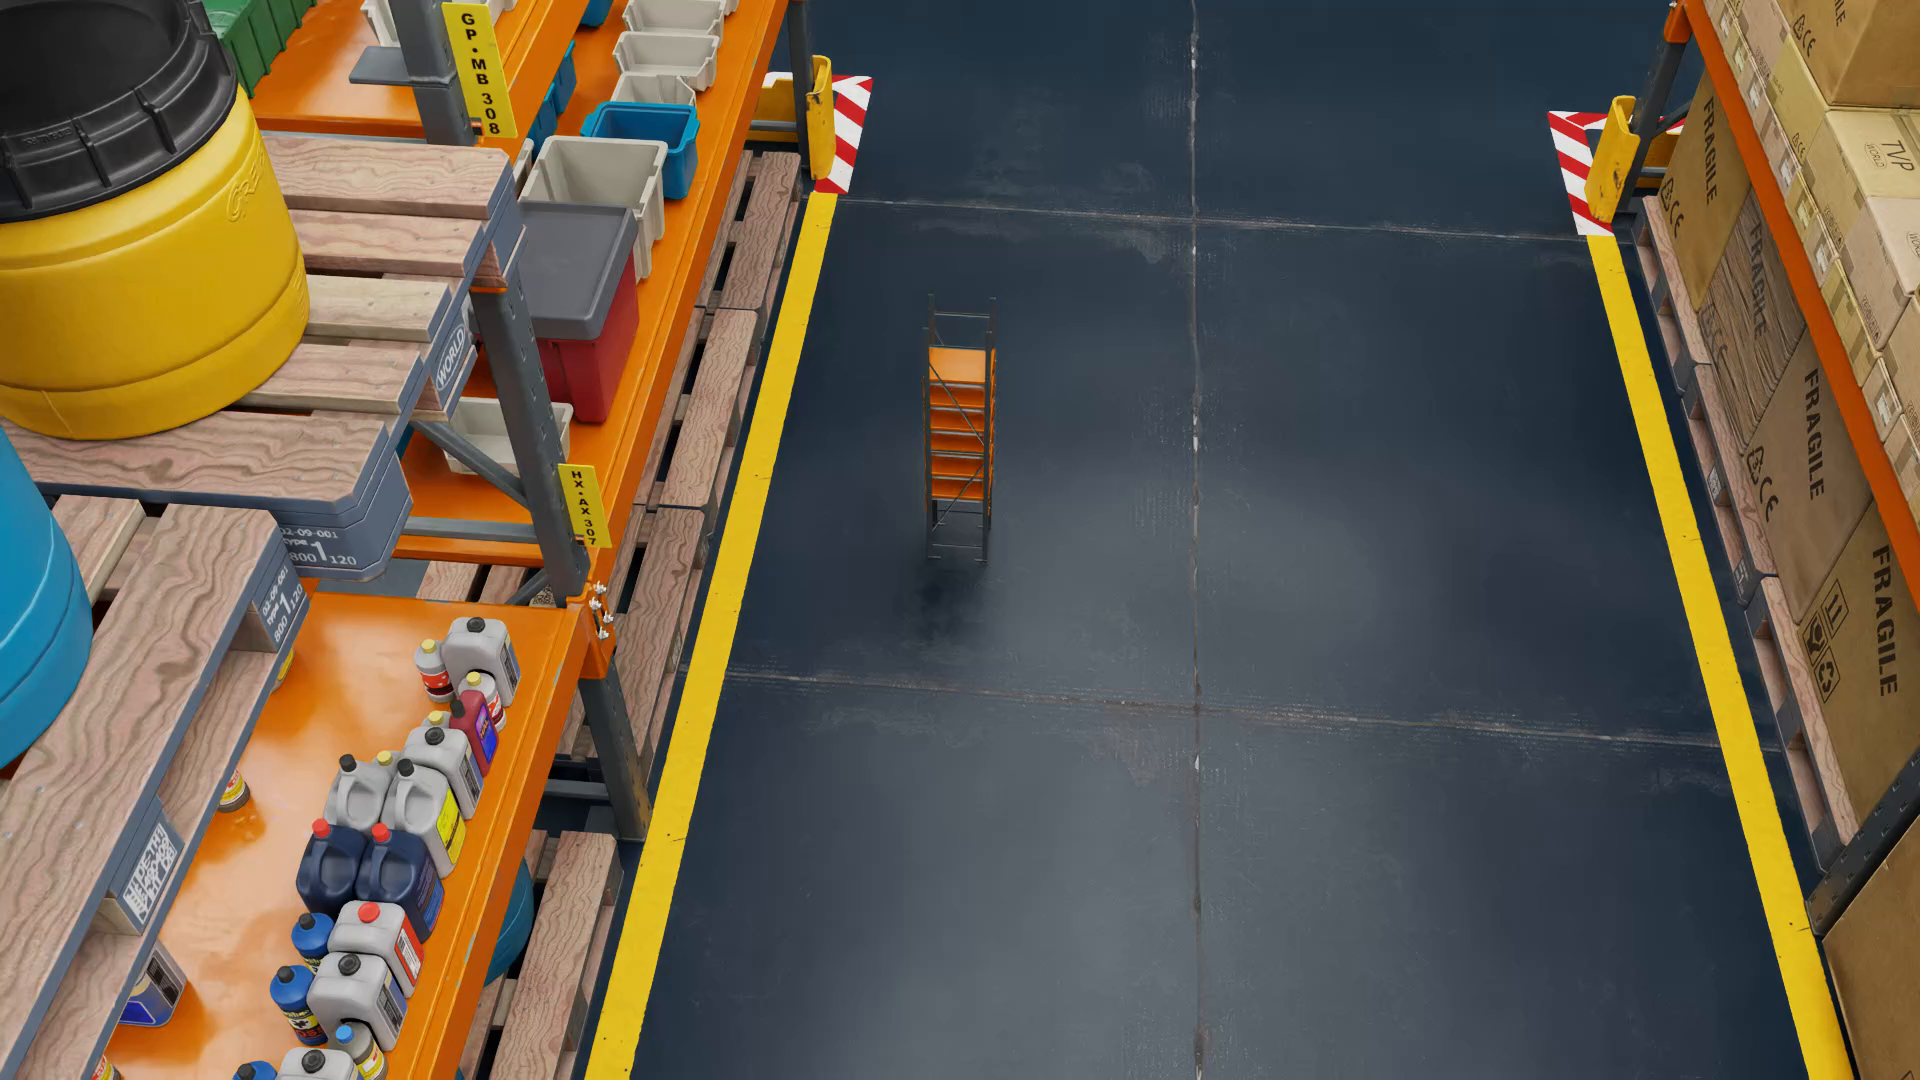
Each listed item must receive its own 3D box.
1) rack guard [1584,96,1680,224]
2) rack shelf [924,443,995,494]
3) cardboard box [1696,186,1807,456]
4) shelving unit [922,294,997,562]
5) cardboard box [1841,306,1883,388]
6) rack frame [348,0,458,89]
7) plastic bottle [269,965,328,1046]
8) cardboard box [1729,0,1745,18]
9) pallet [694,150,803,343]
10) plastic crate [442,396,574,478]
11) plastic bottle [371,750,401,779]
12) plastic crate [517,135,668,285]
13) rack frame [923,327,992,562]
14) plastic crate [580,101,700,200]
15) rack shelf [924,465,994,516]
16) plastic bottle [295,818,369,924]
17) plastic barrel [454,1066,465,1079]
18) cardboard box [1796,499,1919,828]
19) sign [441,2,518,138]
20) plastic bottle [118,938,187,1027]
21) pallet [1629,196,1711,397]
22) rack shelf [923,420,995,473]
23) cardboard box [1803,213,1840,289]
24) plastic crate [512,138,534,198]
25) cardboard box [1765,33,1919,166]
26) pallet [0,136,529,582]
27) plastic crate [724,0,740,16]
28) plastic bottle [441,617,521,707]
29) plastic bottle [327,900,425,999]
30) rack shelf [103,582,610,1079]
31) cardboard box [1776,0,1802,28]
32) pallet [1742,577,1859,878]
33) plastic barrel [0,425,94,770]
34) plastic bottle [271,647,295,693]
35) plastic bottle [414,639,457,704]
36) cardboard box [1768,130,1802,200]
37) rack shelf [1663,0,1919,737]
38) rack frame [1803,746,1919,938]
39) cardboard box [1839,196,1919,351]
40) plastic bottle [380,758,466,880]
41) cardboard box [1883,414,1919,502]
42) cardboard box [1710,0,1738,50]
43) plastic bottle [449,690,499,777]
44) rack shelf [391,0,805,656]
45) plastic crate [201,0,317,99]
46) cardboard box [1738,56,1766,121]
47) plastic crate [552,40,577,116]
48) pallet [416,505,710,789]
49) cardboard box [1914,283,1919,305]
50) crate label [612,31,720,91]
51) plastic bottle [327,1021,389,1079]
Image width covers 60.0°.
[{"bbox_3d":[3.712,-1.817,8.073,1.175,0.500,0.348,4,48,4],"label":"rack guard"},{"bbox_3d":[-0.001,-0.283,6.419,0.258,0.103,0.180,4,48,4],"label":"rack shelf"},{"bbox_3d":[3.648,-0.923,6.717,0.875,0.875,0.875,4,48,4],"label":"cardboard box"},{"bbox_3d":[-0.001,-0.394,6.298,0.258,1.200,0.189,4,48,4],"label":"shelving unit"},{"bbox_3d":[3.140,-0.621,5.456,0.380,0.149,0.250,5,48,4],"label":"cardboard box"},{"bbox_3d":[-1.587,-2.062,2.537,1.000,3.000,0.127,4,48,4],"label":"rack frame"},{"bbox_3d":[-1.518,1.061,3.834,0.097,0.271,0.097,0,48,0],"label":"plastic bottle"},{"bbox_3d":[3.397,-2.358,6.774,0.500,0.250,0.500,3,48,2],"label":"cardboard box"},{"bbox_3d":[-1.336,-1.432,7.916,1.003,0.211,1.213,4,48,4],"label":"pallet"},{"bbox_3d":[-1.402,-0.300,5.130,0.396,0.136,0.243,4,48,4],"label":"plastic crate"},{"bbox_3d":[-1.460,0.615,4.289,0.097,0.201,0.097,0,48,0],"label":"plastic bottle"},{"bbox_3d":[-1.264,-1.127,5.787,0.437,0.282,0.530,4,48,4],"label":"plastic crate"},{"bbox_3d":[-0.010,-0.327,6.236,0.240,1.200,0.006,4,48,4],"label":"rack frame"},{"bbox_3d":[-1.154,-1.414,6.083,0.416,0.233,0.300,4,48,4],"label":"plastic crate"},{"bbox_3d":[-0.001,-0.202,6.507,0.258,0.103,0.180,4,48,4],"label":"rack shelf"},{"bbox_3d":[-1.505,0.803,4.016,0.144,0.351,0.185,4,48,4],"label":"plastic bottle"},{"bbox_3d":[-1.718,1.449,4.530,0.600,0.901,0.708,4,48,4],"label":"plastic barrel"},{"bbox_3d":[3.485,0.392,5.514,0.875,0.875,0.875,4,48,4],"label":"cardboard box"},{"bbox_3d":[-1.039,-1.014,3.606,0.100,0.325,0.005,4,48,4],"label":"sign"},{"bbox_3d":[-1.941,1.010,3.877,0.152,0.276,0.135,4,48,4],"label":"plastic bottle"},{"bbox_3d":[3.715,-1.109,7.621,1.003,0.211,1.213,4,48,4],"label":"pallet"},{"bbox_3d":[-0.001,-0.364,6.330,0.258,0.103,0.180,4,48,4],"label":"rack shelf"},{"bbox_3d":[3.188,-0.996,5.799,0.380,0.149,0.250,5,48,4],"label":"cardboard box"},{"bbox_3d":[-1.727,-1.268,6.015,0.293,0.136,0.466,4,48,4],"label":"plastic crate"},{"bbox_3d":[3.307,-1.607,6.087,0.500,0.250,0.500,2,48,2],"label":"cardboard box"},{"bbox_3d":[-1.561,-0.403,3.181,1.213,0.211,1.003,4,48,4],"label":"pallet"},{"bbox_3d":[-1.116,-2.296,6.955,0.396,0.136,0.243,4,48,4],"label":"plastic crate"},{"bbox_3d":[-1.301,0.316,4.512,0.152,0.276,0.135,4,48,4],"label":"plastic bottle"},{"bbox_3d":[-1.380,0.955,3.927,0.152,0.276,0.135,4,48,4],"label":"plastic bottle"},{"bbox_3d":[-1.769,1.676,3.672,1.077,0.370,4.000,4,48,4],"label":"rack shelf"},{"bbox_3d":[3.352,-2.244,6.161,0.500,0.500,0.500,3,48,3],"label":"cardboard box"},{"bbox_3d":[3.493,0.684,5.981,1.003,0.211,1.213,4,48,4],"label":"pallet"},{"bbox_3d":[-1.590,-0.096,2.148,0.600,0.901,0.708,4,48,4],"label":"plastic barrel"},{"bbox_3d":[-1.945,0.246,4.525,0.144,0.351,0.185,4,48,4],"label":"plastic bottle"},{"bbox_3d":[-1.427,0.347,4.535,0.097,0.201,0.097,0,48,0],"label":"plastic bottle"},{"bbox_3d":[3.234,-1.375,6.145,0.380,0.149,0.250,3,48,3],"label":"cardboard box"},{"bbox_3d":[3.528,-0.931,6.056,1.077,0.370,4.000,4,48,4],"label":"rack shelf"},{"bbox_3d":[3.346,0.296,4.446,1.000,3.000,0.127,4,48,4],"label":"rack frame"},{"bbox_3d":[3.215,-0.851,5.396,0.500,0.250,0.500,5,48,4],"label":"cardboard box"},{"bbox_3d":[-1.345,0.677,4.131,0.144,0.351,0.185,4,48,4],"label":"plastic bottle"},{"bbox_3d":[3.094,-0.243,5.110,0.380,0.149,0.250,3,48,3],"label":"cardboard box"},{"bbox_3d":[3.327,-2.131,6.837,0.380,0.149,0.250,3,48,3],"label":"cardboard box"},{"bbox_3d":[-1.276,0.487,4.351,0.061,0.283,0.133,4,48,4],"label":"plastic bottle"},{"bbox_3d":[-1.405,-1.264,6.361,1.077,0.370,4.000,4,48,4],"label":"rack shelf"},{"bbox_3d":[-1.849,-1.309,4.026,0.450,0.188,0.662,4,48,4],"label":"plastic crate"},{"bbox_3d":[3.282,-1.751,6.489,0.380,0.149,0.250,3,48,3],"label":"cardboard box"},{"bbox_3d":[-1.693,-1.813,6.448,0.416,0.233,0.300,4,48,4],"label":"plastic crate"},{"bbox_3d":[-1.558,0.361,6.276,1.003,0.211,1.213,4,48,4],"label":"pallet"},{"bbox_3d":[3.171,-0.730,4.777,0.500,0.500,0.500,4,48,4],"label":"cardboard box"},{"bbox_3d":[-1.158,-1.878,6.573,0.396,0.136,0.243,4,48,4],"label":"crate label"},{"bbox_3d":[-1.376,1.167,3.785,0.097,0.201,0.097,0,48,0],"label":"plastic bottle"}]
